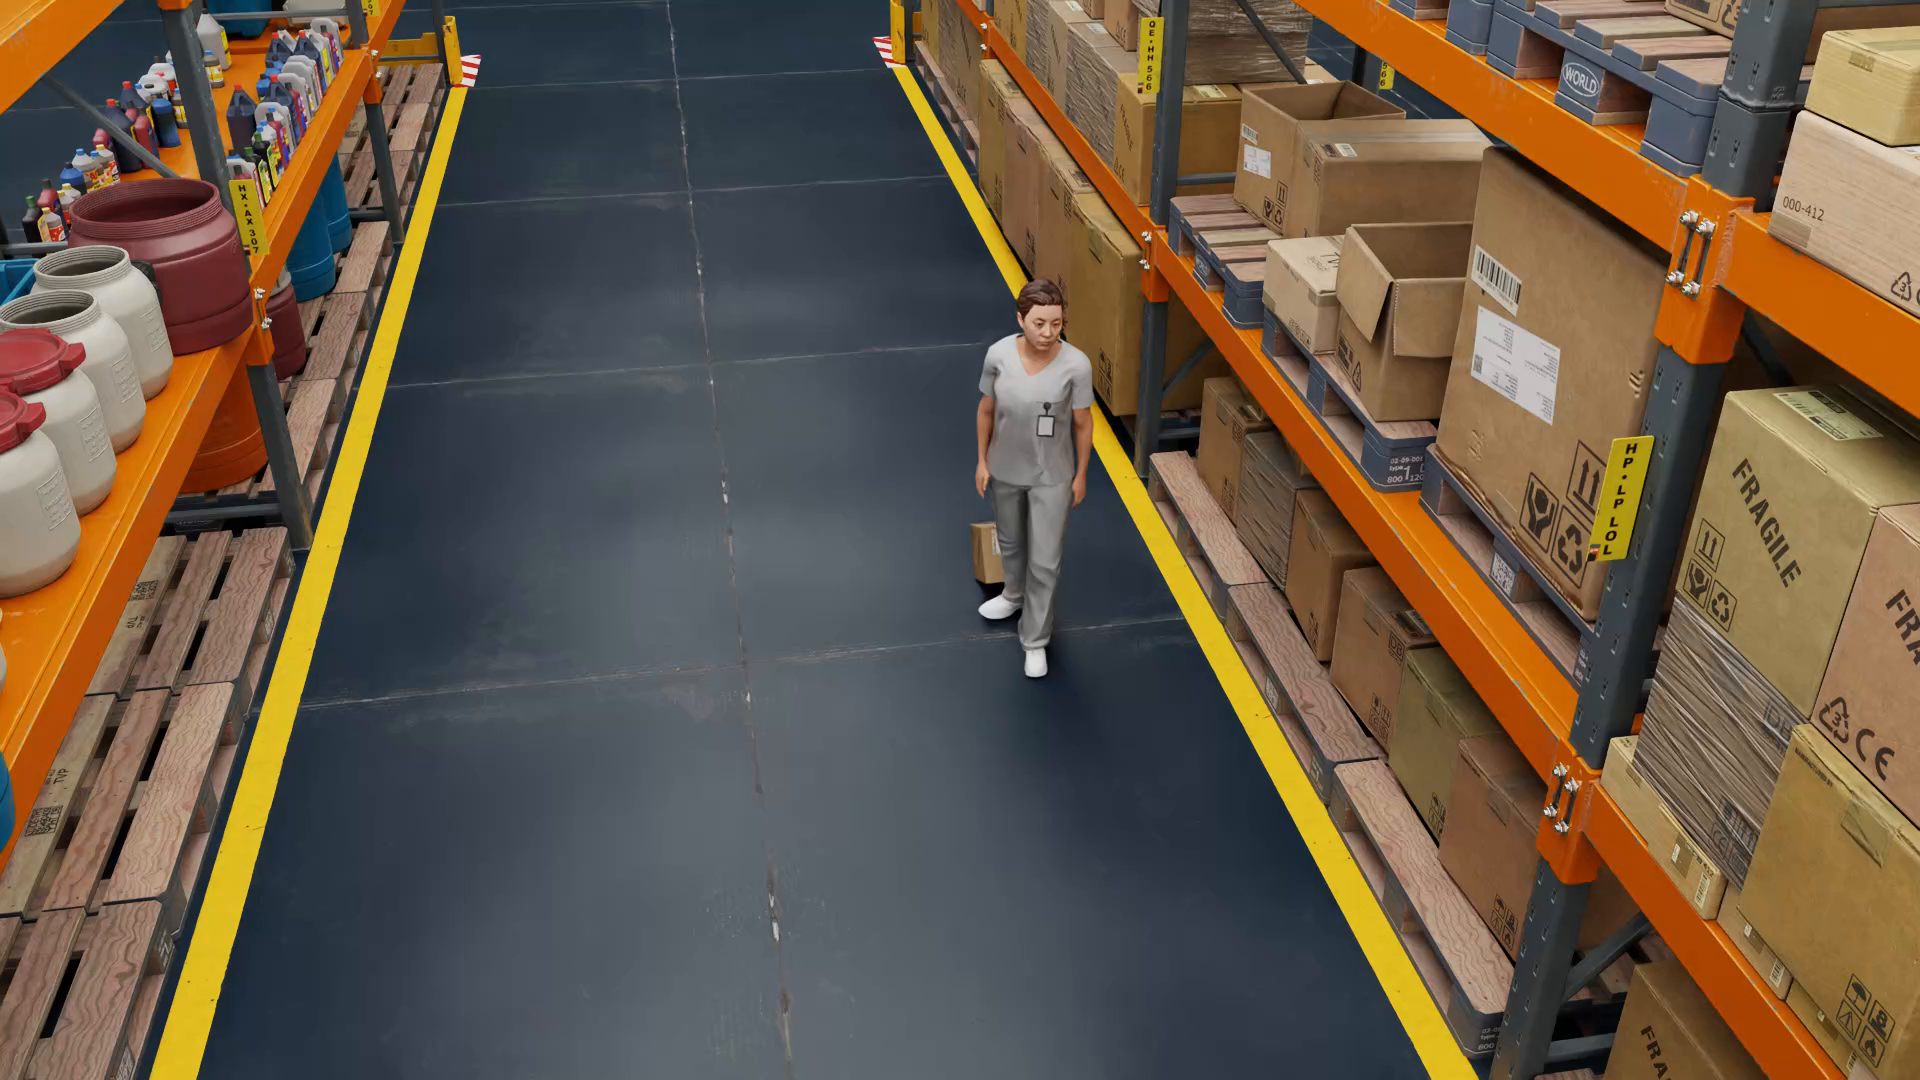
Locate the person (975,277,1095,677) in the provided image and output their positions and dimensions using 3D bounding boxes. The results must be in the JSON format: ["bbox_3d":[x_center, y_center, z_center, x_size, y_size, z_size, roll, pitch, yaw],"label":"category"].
[{"bbox_3d":[0.288,-0.288,6.625,0.485,1.661,0.568,10,32,16],"label":"person"}]
